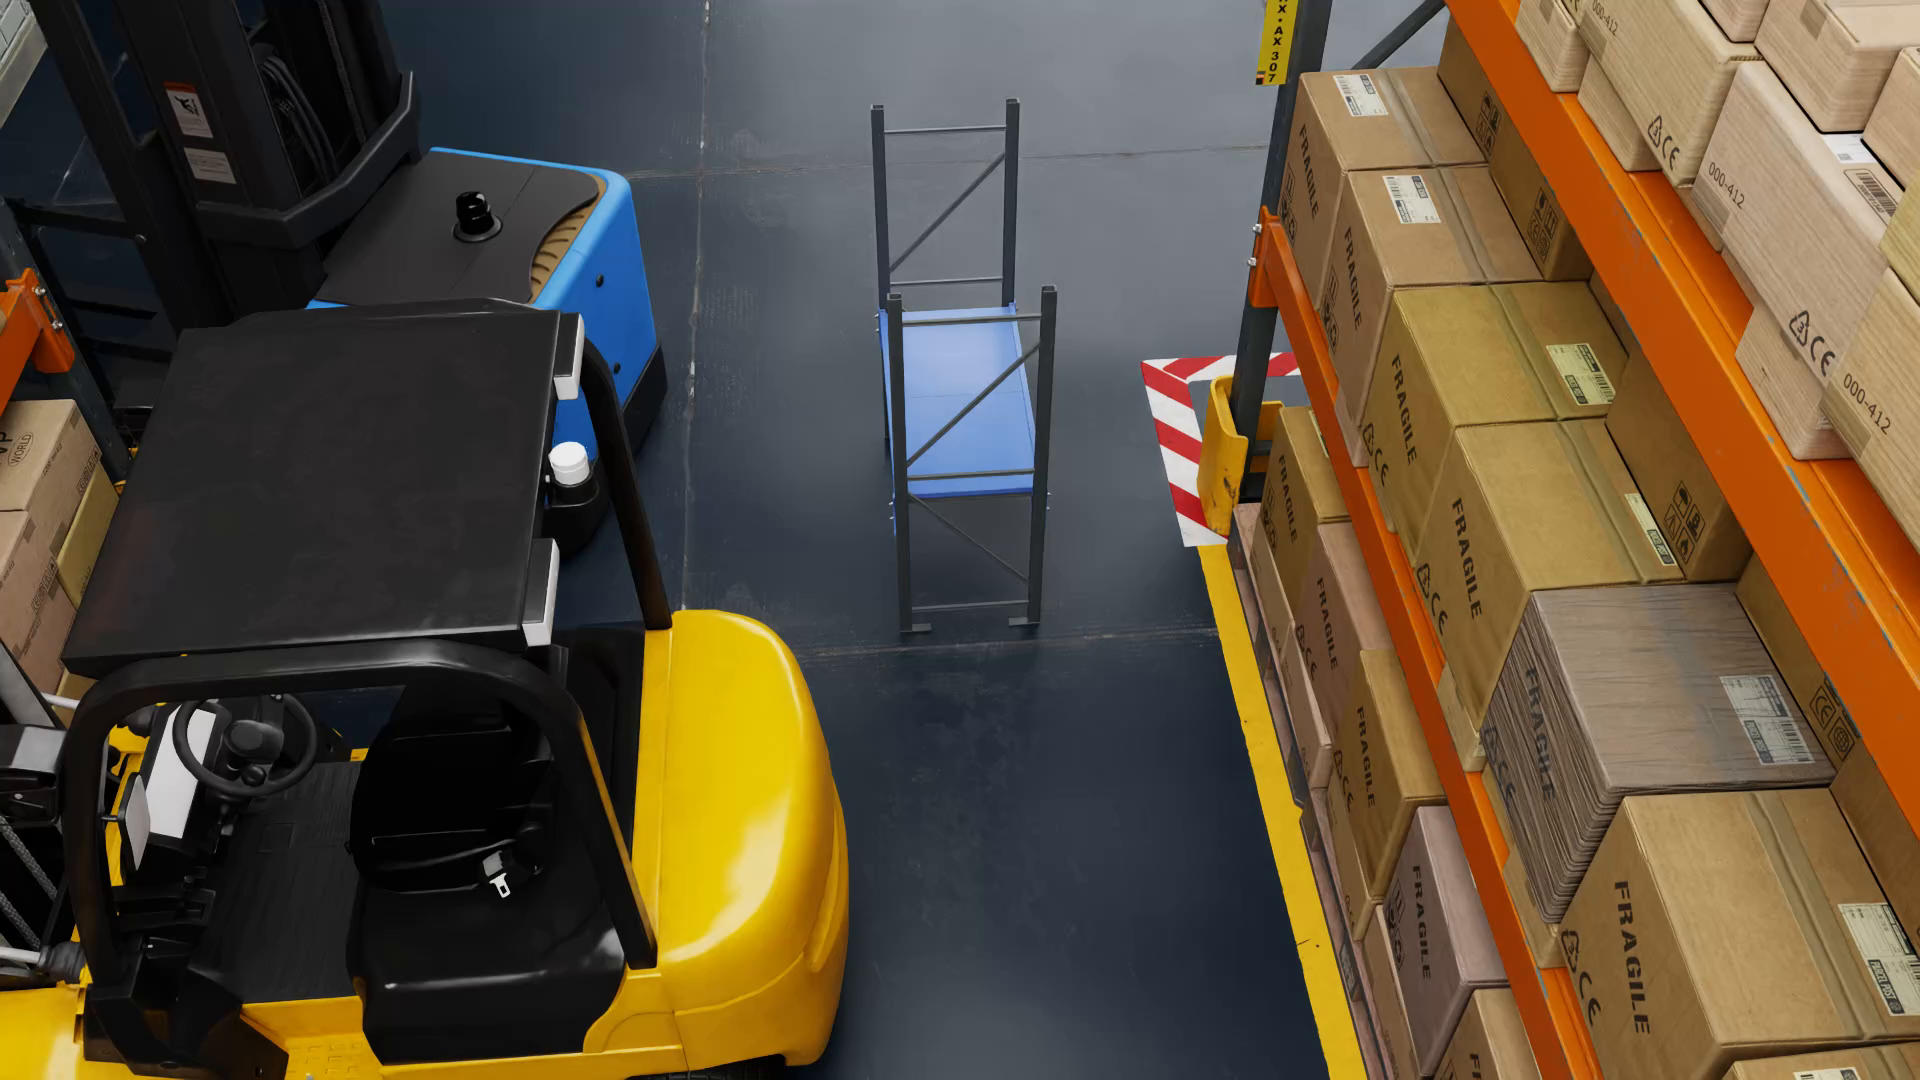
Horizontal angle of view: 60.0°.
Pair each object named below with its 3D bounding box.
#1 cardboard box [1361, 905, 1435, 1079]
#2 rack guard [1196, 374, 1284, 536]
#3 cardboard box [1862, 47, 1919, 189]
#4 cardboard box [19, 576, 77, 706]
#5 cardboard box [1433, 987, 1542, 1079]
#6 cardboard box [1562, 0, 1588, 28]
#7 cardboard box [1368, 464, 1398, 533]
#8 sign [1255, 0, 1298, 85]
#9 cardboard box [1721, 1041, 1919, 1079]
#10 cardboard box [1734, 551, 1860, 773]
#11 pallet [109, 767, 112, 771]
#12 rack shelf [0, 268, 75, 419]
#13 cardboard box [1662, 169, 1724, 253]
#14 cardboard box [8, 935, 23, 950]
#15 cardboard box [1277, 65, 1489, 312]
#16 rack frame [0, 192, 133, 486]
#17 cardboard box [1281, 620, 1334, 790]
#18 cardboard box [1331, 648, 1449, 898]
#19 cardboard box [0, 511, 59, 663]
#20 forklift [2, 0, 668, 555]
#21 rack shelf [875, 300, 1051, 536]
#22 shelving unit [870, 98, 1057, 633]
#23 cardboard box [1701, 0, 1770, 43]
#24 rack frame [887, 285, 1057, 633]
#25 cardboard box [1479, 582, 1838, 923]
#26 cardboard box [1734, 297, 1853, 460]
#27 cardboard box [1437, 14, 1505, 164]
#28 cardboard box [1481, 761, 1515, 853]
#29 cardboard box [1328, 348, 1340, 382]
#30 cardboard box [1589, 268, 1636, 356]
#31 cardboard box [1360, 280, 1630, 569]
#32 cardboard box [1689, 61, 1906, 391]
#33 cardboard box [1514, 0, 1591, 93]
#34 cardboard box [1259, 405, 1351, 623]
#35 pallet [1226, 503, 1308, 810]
[{"bbox_3d":[1.429,1.272,4.584,0.500,0.250,0.500,-3,47,-3],"label":"cardboard box"},{"bbox_3d":[1.510,-0.344,6.232,1.175,0.500,0.348,-3,47,-3],"label":"rack guard"},{"bbox_3d":[1.492,-0.553,2.265,0.380,0.149,0.250,-4,47,-4],"label":"cardboard box"},{"bbox_3d":[-3.058,0.372,5.092,0.500,0.250,0.500,-4,47,-4],"label":"cardboard box"},{"bbox_3d":[1.478,1.399,3.947,0.500,0.500,0.500,-3,47,-3],"label":"cardboard box"},{"bbox_3d":[1.381,-1.223,3.175,0.500,0.250,0.500,-2,47,-2],"label":"cardboard box"},{"bbox_3d":[1.334,-0.164,4.512,0.380,0.149,0.250,-2,47,-2],"label":"cardboard box"},{"bbox_3d":[0.963,-1.523,5.030,0.100,0.325,0.005,-3,47,-3],"label":"sign"},{"bbox_3d":[1.554,1.192,2.781,0.500,0.500,0.500,-5,47,-4],"label":"cardboard box"},{"bbox_3d":[1.982,0.088,3.139,0.700,0.500,0.500,-4,47,-4],"label":"cardboard box"},{"bbox_3d":[-3.336,0.555,5.579,1.003,0.211,1.213,-3,47,-3],"label":"pallet"},{"bbox_3d":[-3.274,0.740,3.979,1.077,0.370,4.000,-3,47,-3],"label":"rack shelf"},{"bbox_3d":[1.474,-0.644,2.901,0.380,0.149,0.250,-4,47,-4],"label":"cardboard box"},{"bbox_3d":[-2.957,1.265,4.591,0.500,0.250,0.500,-2,47,-2],"label":"cardboard box"},{"bbox_3d":[1.267,-1.036,4.891,0.500,0.500,0.500,-4,47,-4],"label":"cardboard box"},{"bbox_3d":[-3.442,-0.954,5.088,1.000,3.000,0.127,-3,47,-3],"label":"rack frame"},{"bbox_3d":[1.331,0.513,5.303,0.500,0.250,0.500,-2,47,-2],"label":"cardboard box"},{"bbox_3d":[1.381,0.644,4.663,0.500,0.500,0.500,-3,47,-3],"label":"cardboard box"},{"bbox_3d":[-3.044,0.186,4.923,0.500,0.250,0.500,-3,47,-3],"label":"cardboard box"},{"bbox_3d":[-2.754,-1.504,5.656,3.031,2.935,1.130,9,47,9],"label":"forklift"},{"bbox_3d":[-0.007,-0.454,5.895,0.538,0.185,1.000,-3,47,-3],"label":"rack shelf"},{"bbox_3d":[-0.007,-0.577,5.764,0.538,1.500,1.048,-3,47,-3],"label":"shelving unit"},{"bbox_3d":[1.370,-0.916,2.609,0.380,0.149,0.250,-3,47,-3],"label":"cardboard box"},{"bbox_3d":[0.035,-0.210,5.416,0.500,1.500,0.032,-3,47,-3],"label":"rack frame"},{"bbox_3d":[1.456,0.445,3.489,0.500,0.500,0.500,-2,47,-2],"label":"cardboard box"},{"bbox_3d":[1.437,-0.265,2.542,0.380,0.149,0.250,-2,47,-2],"label":"cardboard box"},{"bbox_3d":[1.764,-1.383,4.531,0.700,0.500,0.500,-5,47,-4],"label":"cardboard box"},{"bbox_3d":[1.428,0.586,3.802,0.380,0.149,0.250,-4,47,-4],"label":"cardboard box"},{"bbox_3d":[1.303,-0.535,4.864,0.380,0.149,0.250,-5,47,-5],"label":"cardboard box"},{"bbox_3d":[1.945,-0.653,3.840,0.700,0.500,0.500,-4,47,-4],"label":"cardboard box"},{"bbox_3d":[1.358,-0.293,4.187,0.500,0.500,0.500,-4,47,-4],"label":"cardboard box"},{"bbox_3d":[1.462,-0.485,2.476,0.500,0.250,0.500,-4,47,-4],"label":"cardboard box"},{"bbox_3d":[1.320,-1.009,3.247,0.380,0.149,0.250,-3,47,-3],"label":"cardboard box"},{"bbox_3d":[1.299,-0.098,5.365,0.500,0.500,0.500,-5,47,-5],"label":"cardboard box"},{"bbox_3d":[1.543,0.345,5.778,1.003,0.211,1.213,-3,47,-3],"label":"pallet"}]
